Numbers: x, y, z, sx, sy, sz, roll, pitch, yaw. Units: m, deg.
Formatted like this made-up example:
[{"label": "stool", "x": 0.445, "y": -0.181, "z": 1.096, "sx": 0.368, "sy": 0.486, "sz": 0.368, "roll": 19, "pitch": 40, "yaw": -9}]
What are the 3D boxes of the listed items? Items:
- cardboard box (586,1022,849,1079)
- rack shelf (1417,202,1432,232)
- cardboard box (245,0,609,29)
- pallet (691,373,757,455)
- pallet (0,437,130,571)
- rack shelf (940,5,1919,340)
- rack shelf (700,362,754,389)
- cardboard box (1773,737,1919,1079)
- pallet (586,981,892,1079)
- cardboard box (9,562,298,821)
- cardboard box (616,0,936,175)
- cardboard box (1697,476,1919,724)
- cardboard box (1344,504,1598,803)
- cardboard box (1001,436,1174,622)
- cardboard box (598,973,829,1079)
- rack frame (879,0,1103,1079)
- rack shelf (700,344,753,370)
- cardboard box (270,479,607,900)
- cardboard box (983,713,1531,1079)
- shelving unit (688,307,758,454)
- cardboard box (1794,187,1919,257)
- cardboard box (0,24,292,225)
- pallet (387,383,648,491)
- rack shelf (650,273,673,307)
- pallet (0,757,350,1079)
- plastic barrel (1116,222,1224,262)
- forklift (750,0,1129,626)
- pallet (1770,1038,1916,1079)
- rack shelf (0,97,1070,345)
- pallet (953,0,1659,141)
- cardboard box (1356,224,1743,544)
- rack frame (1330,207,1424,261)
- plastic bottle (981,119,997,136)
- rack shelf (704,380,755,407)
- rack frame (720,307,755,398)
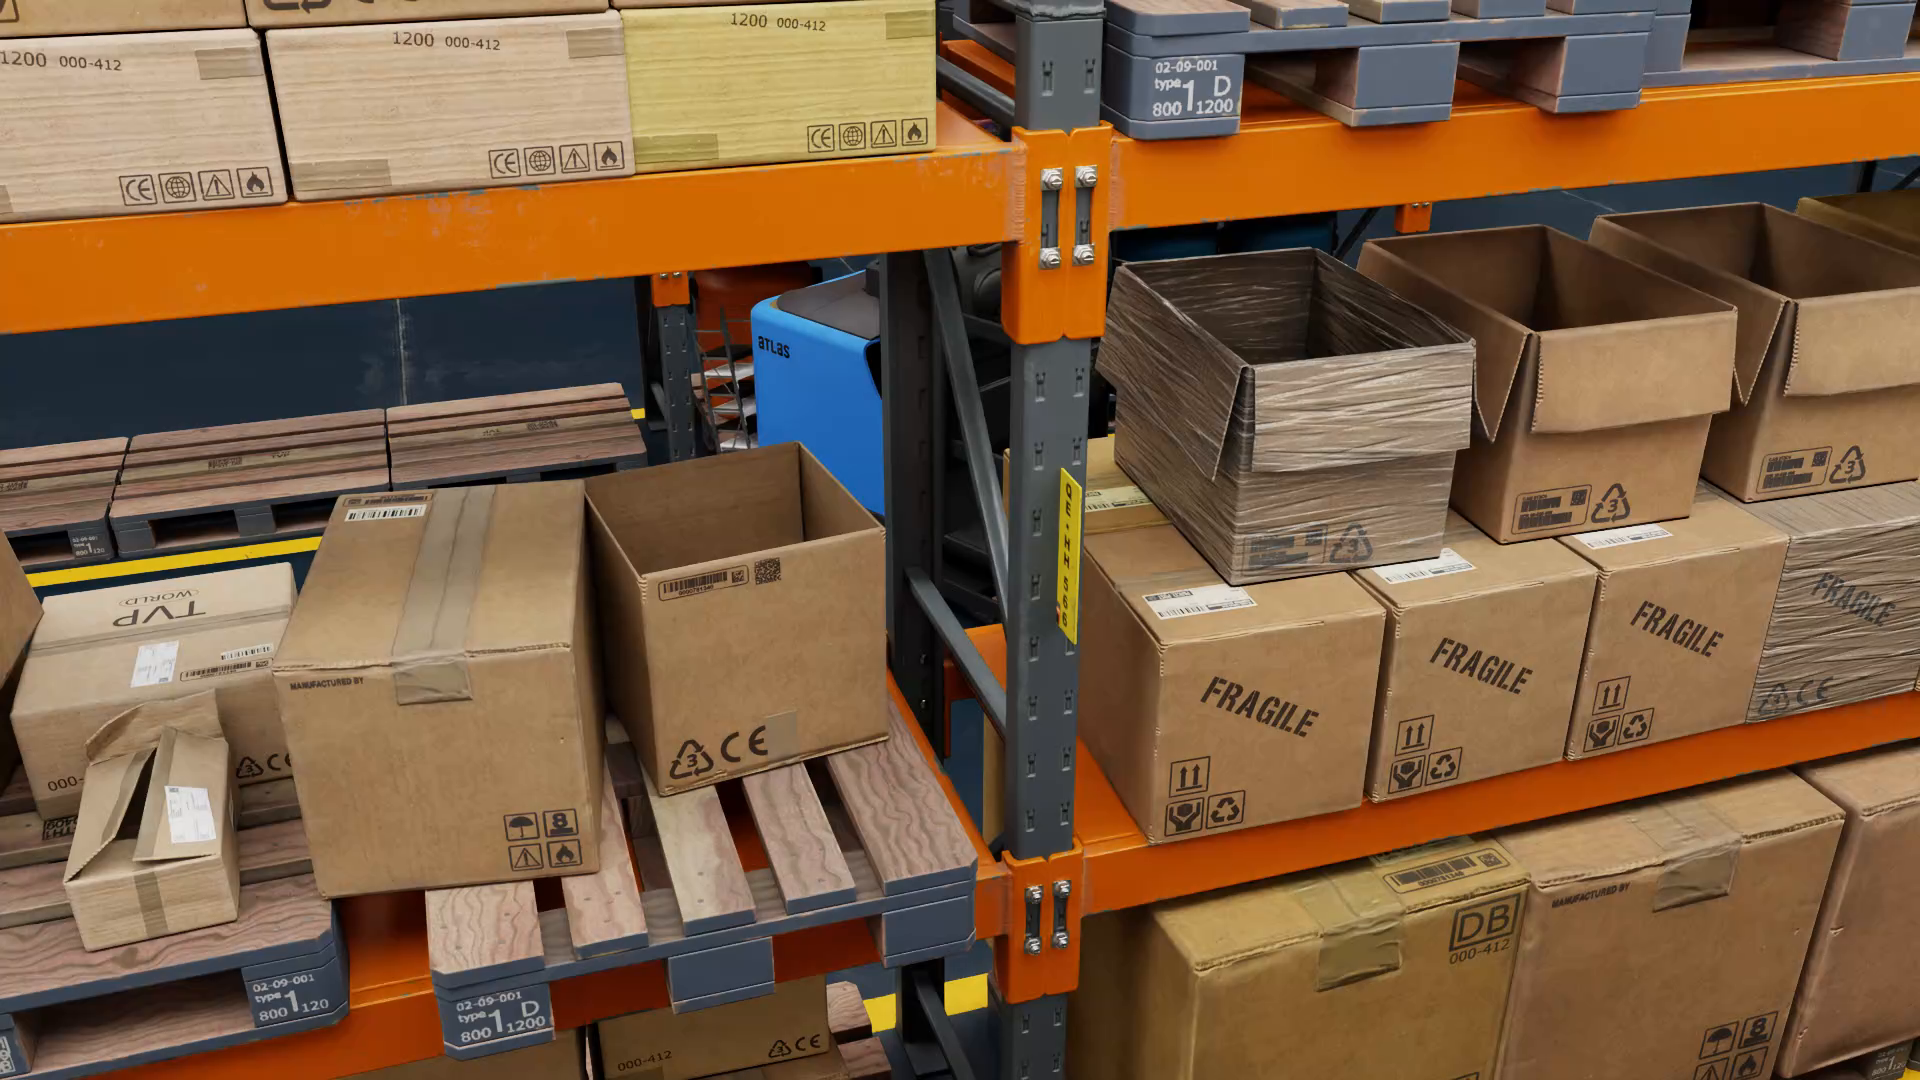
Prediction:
[{"label": "cardboard box", "x": -0.606, "y": 1.310, "z": 4.055, "sx": 0.500, "sy": 0.500, "sz": 0.700, "roll": -10, "pitch": 28, "yaw": -19}, {"label": "rack shelf", "x": 4.196, "y": -2.312, "z": 9.842, "sx": 4.000, "sy": 0.370, "sz": 1.077, "roll": -8, "pitch": 28, "yaw": -16}, {"label": "cardboard box", "x": -0.836, "y": -1.079, "z": 2.502, "sx": 0.500, "sy": 0.500, "sz": 0.500, "roll": -8, "pitch": 28, "yaw": -16}, {"label": "pallet", "x": -0.773, "y": -0.685, "z": 8.892, "sx": 1.213, "sy": 0.211, "sz": 1.003, "roll": -8, "pitch": 28, "yaw": -16}, {"label": "pallet", "x": -4.578, "y": -0.132, "z": 7.779, "sx": 1.213, "sy": 0.211, "sz": 1.003, "roll": -8, "pitch": 28, "yaw": -16}, {"label": "rack shelf", "x": 1.926, "y": -1.010, "z": 3.847, "sx": 4.000, "sy": 0.370, "sz": 1.077, "roll": -8, "pitch": 28, "yaw": -16}, {"label": "rack shelf", "x": -1.081, "y": -0.792, "z": 7.966, "sx": 0.258, "sy": 0.077, "sz": 0.200, "roll": 6, "pitch": 24, "yaw": 40}, {"label": "cardboard box", "x": 2.376, "y": 0.719, "z": 4.845, "sx": 0.875, "sy": 0.875, "sz": 1.225, "roll": -9, "pitch": 28, "yaw": -18}, {"label": "pallet", "x": -0.719, "y": 1.643, "z": 4.204, "sx": 1.213, "sy": 0.211, "sz": 1.003, "roll": -8, "pitch": 28, "yaw": -16}, {"label": "cardboard box", "x": -1.640, "y": 0.299, "z": 3.470, "sx": 0.500, "sy": 0.250, "sz": 0.500, "roll": -9, "pitch": 28, "yaw": -18}, {"label": "cardboard box", "x": -0.352, "y": -0.821, "z": 2.825, "sx": 0.500, "sy": 0.250, "sz": 0.500, "roll": -8, "pitch": 28, "yaw": -16}, {"label": "cardboard box", "x": 2.023, "y": 0.078, "z": 4.107, "sx": 0.500, "sy": 0.500, "sz": 0.500, "roll": -8, "pitch": 28, "yaw": -16}, {"label": "cardboard box", "x": 1.061, "y": 0.218, "z": 3.825, "sx": 0.500, "sy": 0.500, "sz": 0.500, "roll": -9, "pitch": 28, "yaw": -17}, {"label": "cardboard box", "x": 0.417, "y": 0.069, "z": 4.125, "sx": 0.500, "sy": 0.500, "sz": 0.500, "roll": -7, "pitch": 27, "yaw": -15}, {"label": "cardboard box", "x": -0.603, "y": 0.978, "z": 3.879, "sx": 0.500, "sy": 0.250, "sz": 0.500, "roll": -7, "pitch": 27, "yaw": -14}, {"label": "rack frame", "x": 0.024, "y": 0.287, "z": 3.800, "sx": 0.127, "sy": 3.000, "sz": 1.000, "roll": -8, "pitch": 28, "yaw": -16}, {"label": "rack shelf", "x": -1.095, "y": -0.877, "z": 7.938, "sx": 0.258, "sy": 0.077, "sz": 0.200, "roll": 6, "pitch": 24, "yaw": 40}, {"label": "cardboard box", "x": -0.976, "y": 0.264, "z": 3.260, "sx": 0.500, "sy": 0.500, "sz": 0.700, "roll": -4, "pitch": 27, "yaw": -8}, {"label": "cardboard box", "x": 0.687, "y": 0.964, "z": 4.352, "sx": 0.875, "sy": 0.875, "sz": 1.225, "roll": -10, "pitch": 28, "yaw": -18}, {"label": "shelving unit", "x": -1.056, "y": -0.655, "z": 8.012, "sx": 0.258, "sy": 0.900, "sz": 0.210, "roll": 6, "pitch": 24, "yaw": 40}, {"label": "cardboard box", "x": 2.567, "y": -0.577, "z": 4.299, "sx": 0.637, "sy": 0.503, "sz": 0.797, "roll": -8, "pitch": 27, "yaw": -16}, {"label": "cardboard box", "x": -1.298, "y": -0.679, "z": 2.539, "sx": 0.500, "sy": 0.250, "sz": 0.500, "roll": -7, "pitch": 27, "yaw": -15}, {"label": "pallet", "x": -2.258, "y": -0.468, "z": 8.456, "sx": 1.213, "sy": 0.211, "sz": 1.003, "roll": -8, "pitch": 28, "yaw": -16}, {"label": "rack shelf", "x": -3.411, "y": -1.210, "z": 7.623, "sx": 4.000, "sy": 0.370, "sz": 1.077, "roll": -8, "pitch": 28, "yaw": -16}, {"label": "pallet", "x": -1.845, "y": 0.662, "z": 3.258, "sx": 1.213, "sy": 0.211, "sz": 1.003, "roll": -8, "pitch": 28, "yaw": -16}, {"label": "plastic barrel", "x": 1.098, "y": -1.441, "z": 9.168, "sx": 0.708, "sy": 0.901, "sz": 0.600, "roll": -8, "pitch": 28, "yaw": -16}, {"label": "forklift", "x": 0.453, "y": -1.121, "z": 6.712, "sx": 3.031, "sy": 2.935, "sz": 1.130, "roll": 23, "pitch": 34, "yaw": 38}, {"label": "pallet", "x": 1.955, "y": 1.292, "z": 4.909, "sx": 1.213, "sy": 0.211, "sz": 1.003, "roll": -8, "pitch": 28, "yaw": -16}, {"label": "rack shelf", "x": -1.877, "y": -0.459, "z": 2.738, "sx": 4.000, "sy": 0.370, "sz": 1.077, "roll": -8, "pitch": 28, "yaw": -16}, {"label": "pallet", "x": 0.620, "y": -1.083, "z": 3.398, "sx": 1.003, "sy": 0.211, "sz": 1.213, "roll": -7, "pitch": 27, "yaw": -14}, {"label": "cardboard box", "x": 1.345, "y": -0.390, "z": 3.922, "sx": 0.637, "sy": 0.503, "sz": 0.797, "roll": -8, "pitch": 27, "yaw": -15}, {"label": "rack frame", "x": 2.294, "y": -2.358, "z": 9.127, "sx": 0.127, "sy": 3.000, "sz": 1.000, "roll": -8, "pitch": 28, "yaw": -16}, {"label": "plastic bottle", "x": 0.151, "y": -2.167, "z": 8.873, "sx": 0.133, "sy": 0.283, "sz": 0.061, "roll": -8, "pitch": 28, "yaw": -16}, {"label": "rack shelf", "x": -1.066, "y": -0.708, "z": 7.994, "sx": 0.258, "sy": 0.077, "sz": 0.200, "roll": 6, "pitch": 24, "yaw": 40}, {"label": "rack frame", "x": -0.993, "y": -0.690, "z": 8.083, "sx": 0.240, "sy": 0.900, "sz": 0.006, "roll": 6, "pitch": 24, "yaw": 40}]
